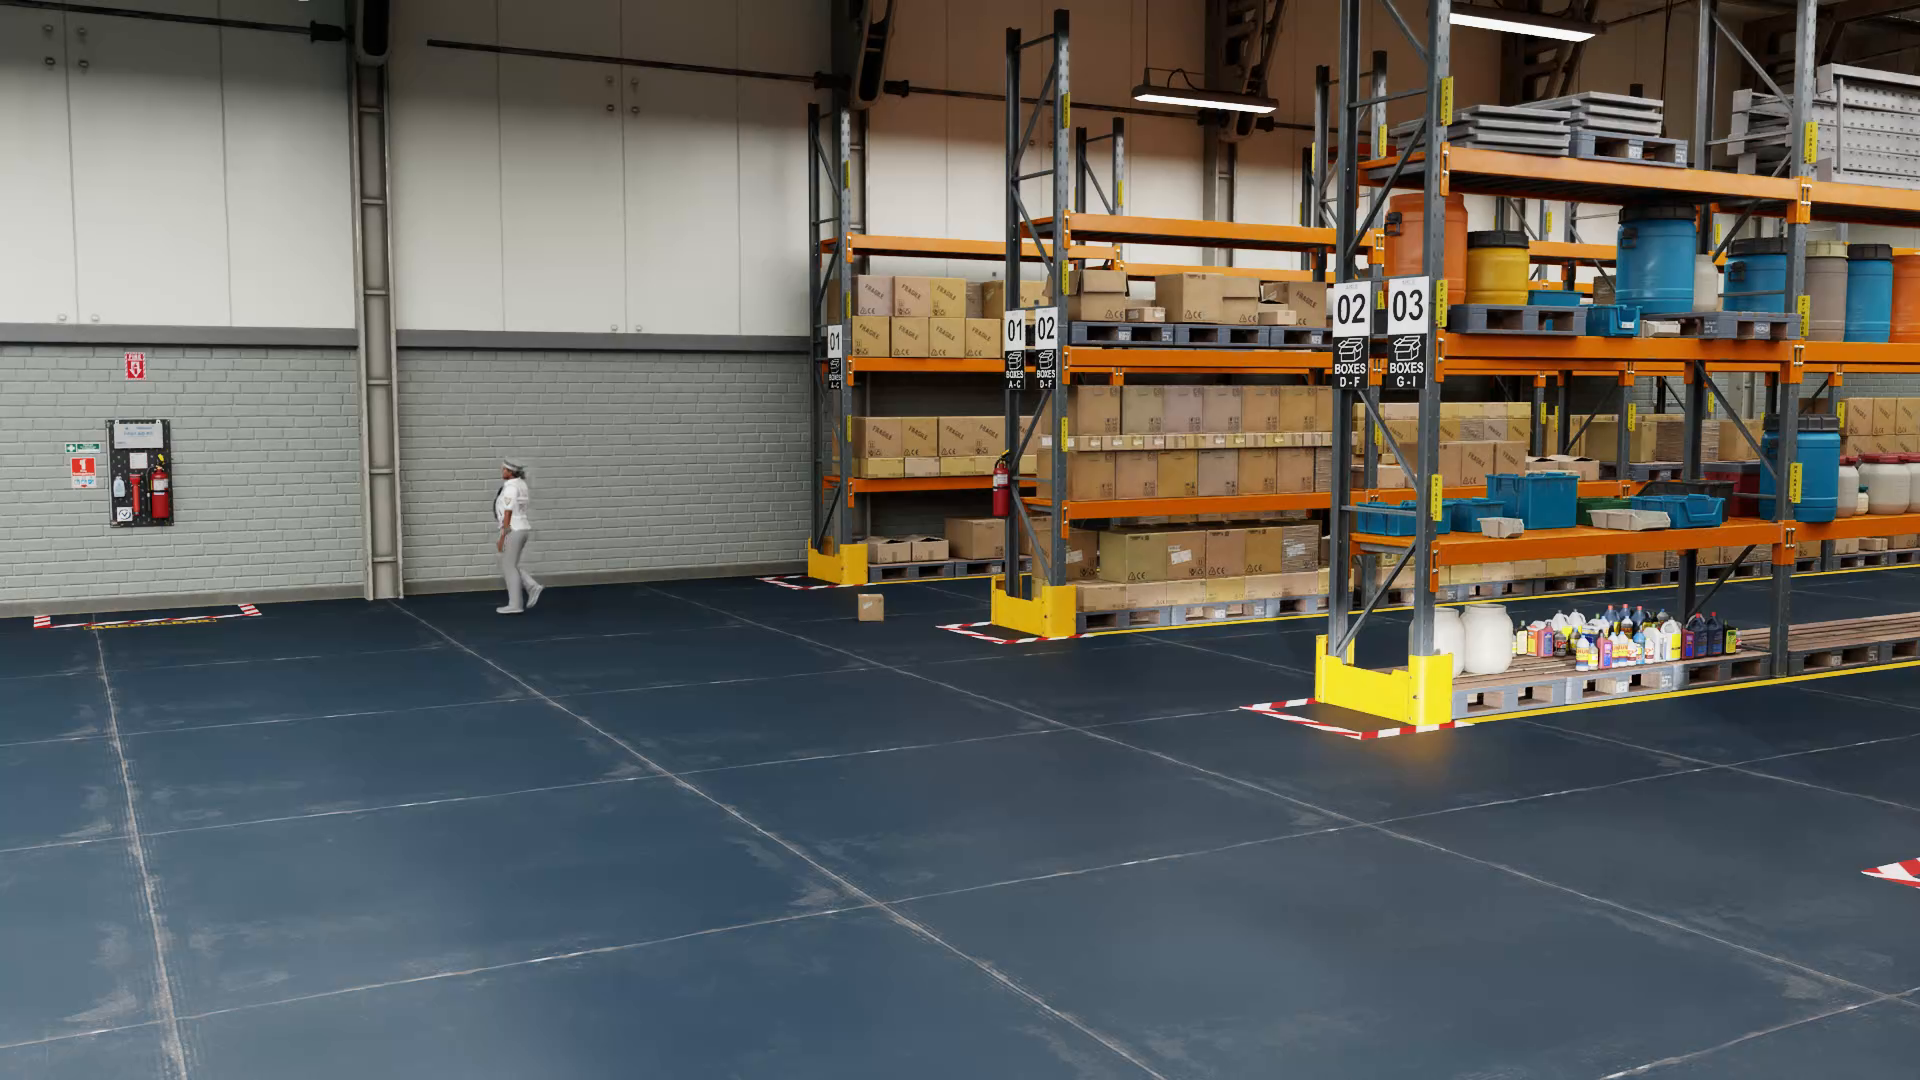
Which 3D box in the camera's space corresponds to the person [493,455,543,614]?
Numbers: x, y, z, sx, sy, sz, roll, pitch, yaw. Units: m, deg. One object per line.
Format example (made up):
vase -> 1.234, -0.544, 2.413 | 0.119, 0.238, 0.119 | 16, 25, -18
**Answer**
person -> -4.740, -0.064, 17.773 | 0.480, 1.685, 0.444 | 0, 5, 2
